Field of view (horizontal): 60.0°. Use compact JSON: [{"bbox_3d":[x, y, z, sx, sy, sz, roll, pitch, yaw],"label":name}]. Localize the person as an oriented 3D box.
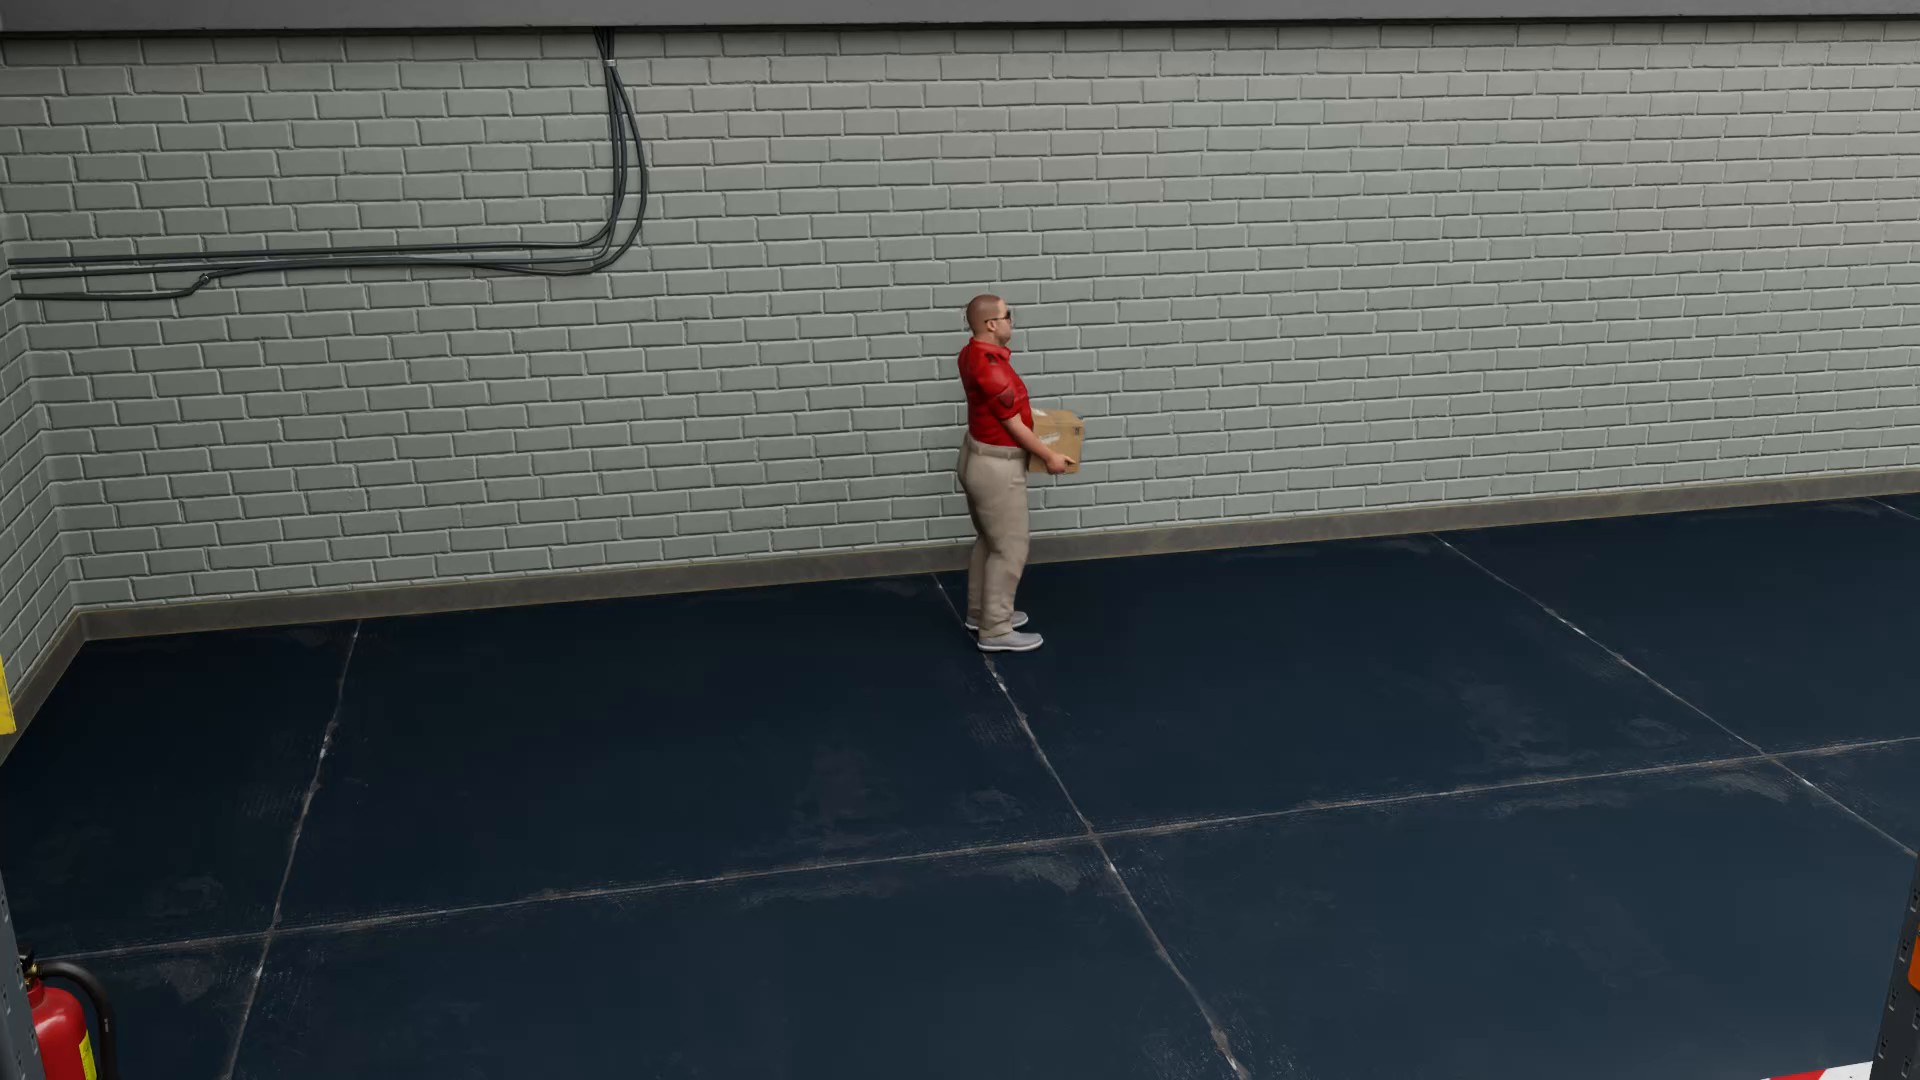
[{"bbox_3d":[0.258,-0.337,8.050,0.533,1.722,0.509,-5,20,-13],"label":"person"}]
